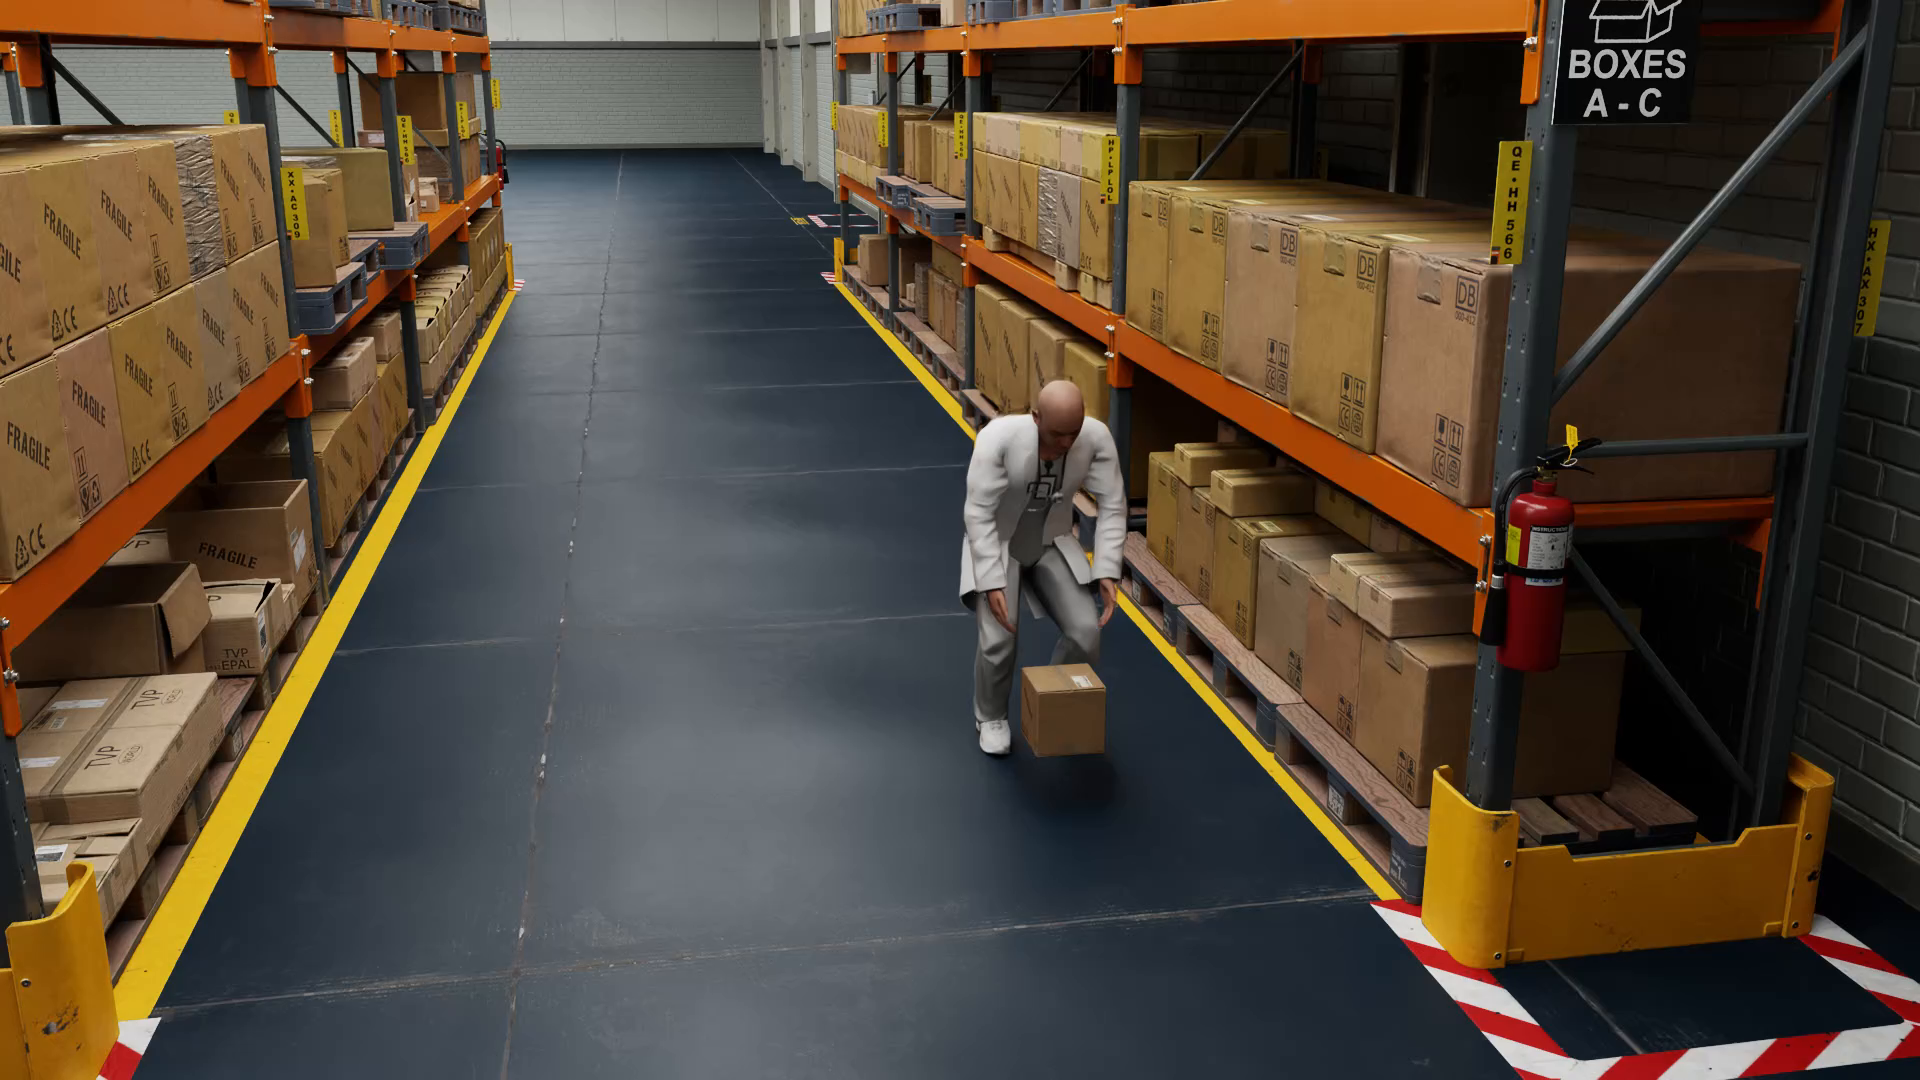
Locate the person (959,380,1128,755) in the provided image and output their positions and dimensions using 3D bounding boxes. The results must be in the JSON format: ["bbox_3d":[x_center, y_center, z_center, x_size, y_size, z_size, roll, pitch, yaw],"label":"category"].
[{"bbox_3d":[0.304,0.079,6.329,0.631,1.483,0.680,-3,16,-11],"label":"person"}]
